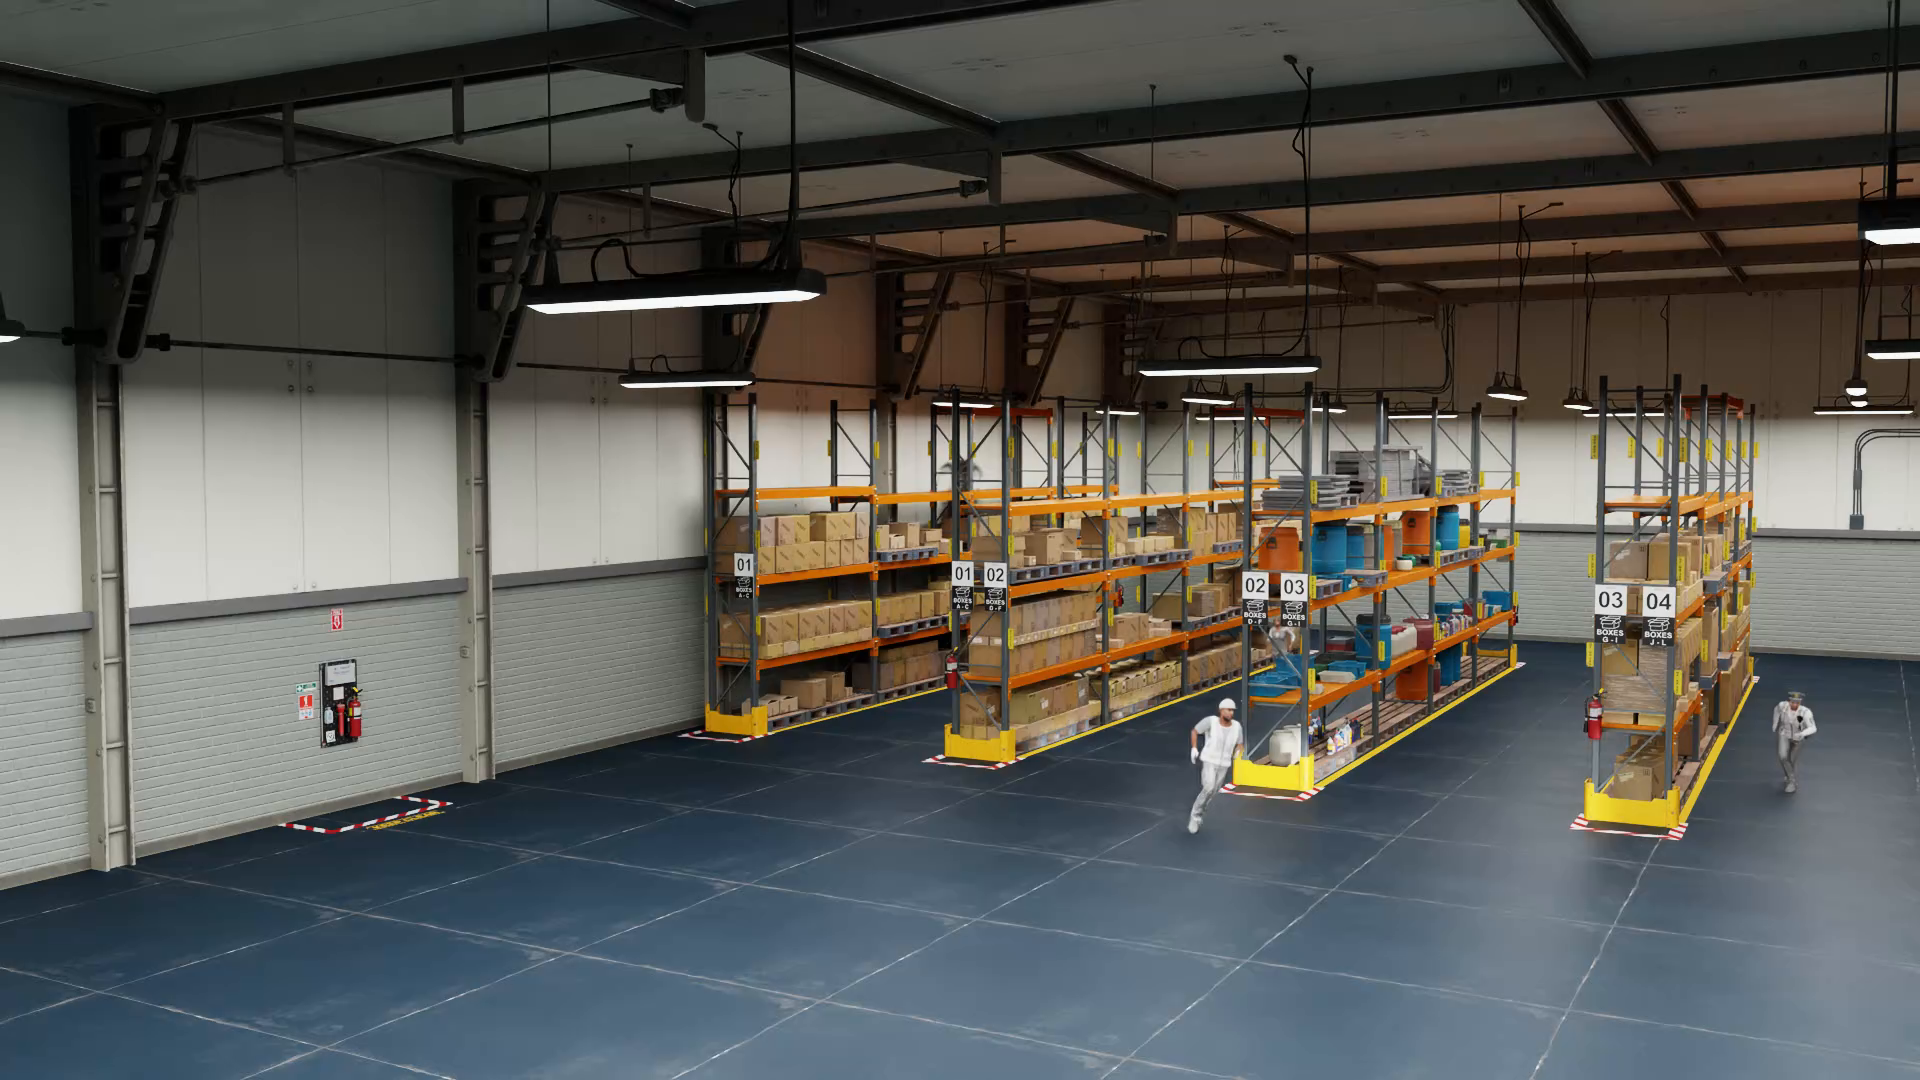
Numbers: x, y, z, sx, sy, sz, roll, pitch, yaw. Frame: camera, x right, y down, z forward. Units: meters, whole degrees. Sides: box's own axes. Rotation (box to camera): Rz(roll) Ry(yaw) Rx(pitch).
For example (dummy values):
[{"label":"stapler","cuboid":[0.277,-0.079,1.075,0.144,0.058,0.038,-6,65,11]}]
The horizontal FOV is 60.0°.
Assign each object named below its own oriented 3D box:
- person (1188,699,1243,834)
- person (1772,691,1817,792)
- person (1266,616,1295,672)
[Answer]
[{"label":"person","cuboid":[3.328,2.941,21.825,0.822,1.725,0.785,-1,3,-17]},{"label":"person","cuboid":[12.240,2.911,24.406,0.587,1.471,1.054,2,3,28]},{"label":"person","cuboid":[6.599,2.353,34.227,0.559,1.615,0.886,2,3,28]}]
